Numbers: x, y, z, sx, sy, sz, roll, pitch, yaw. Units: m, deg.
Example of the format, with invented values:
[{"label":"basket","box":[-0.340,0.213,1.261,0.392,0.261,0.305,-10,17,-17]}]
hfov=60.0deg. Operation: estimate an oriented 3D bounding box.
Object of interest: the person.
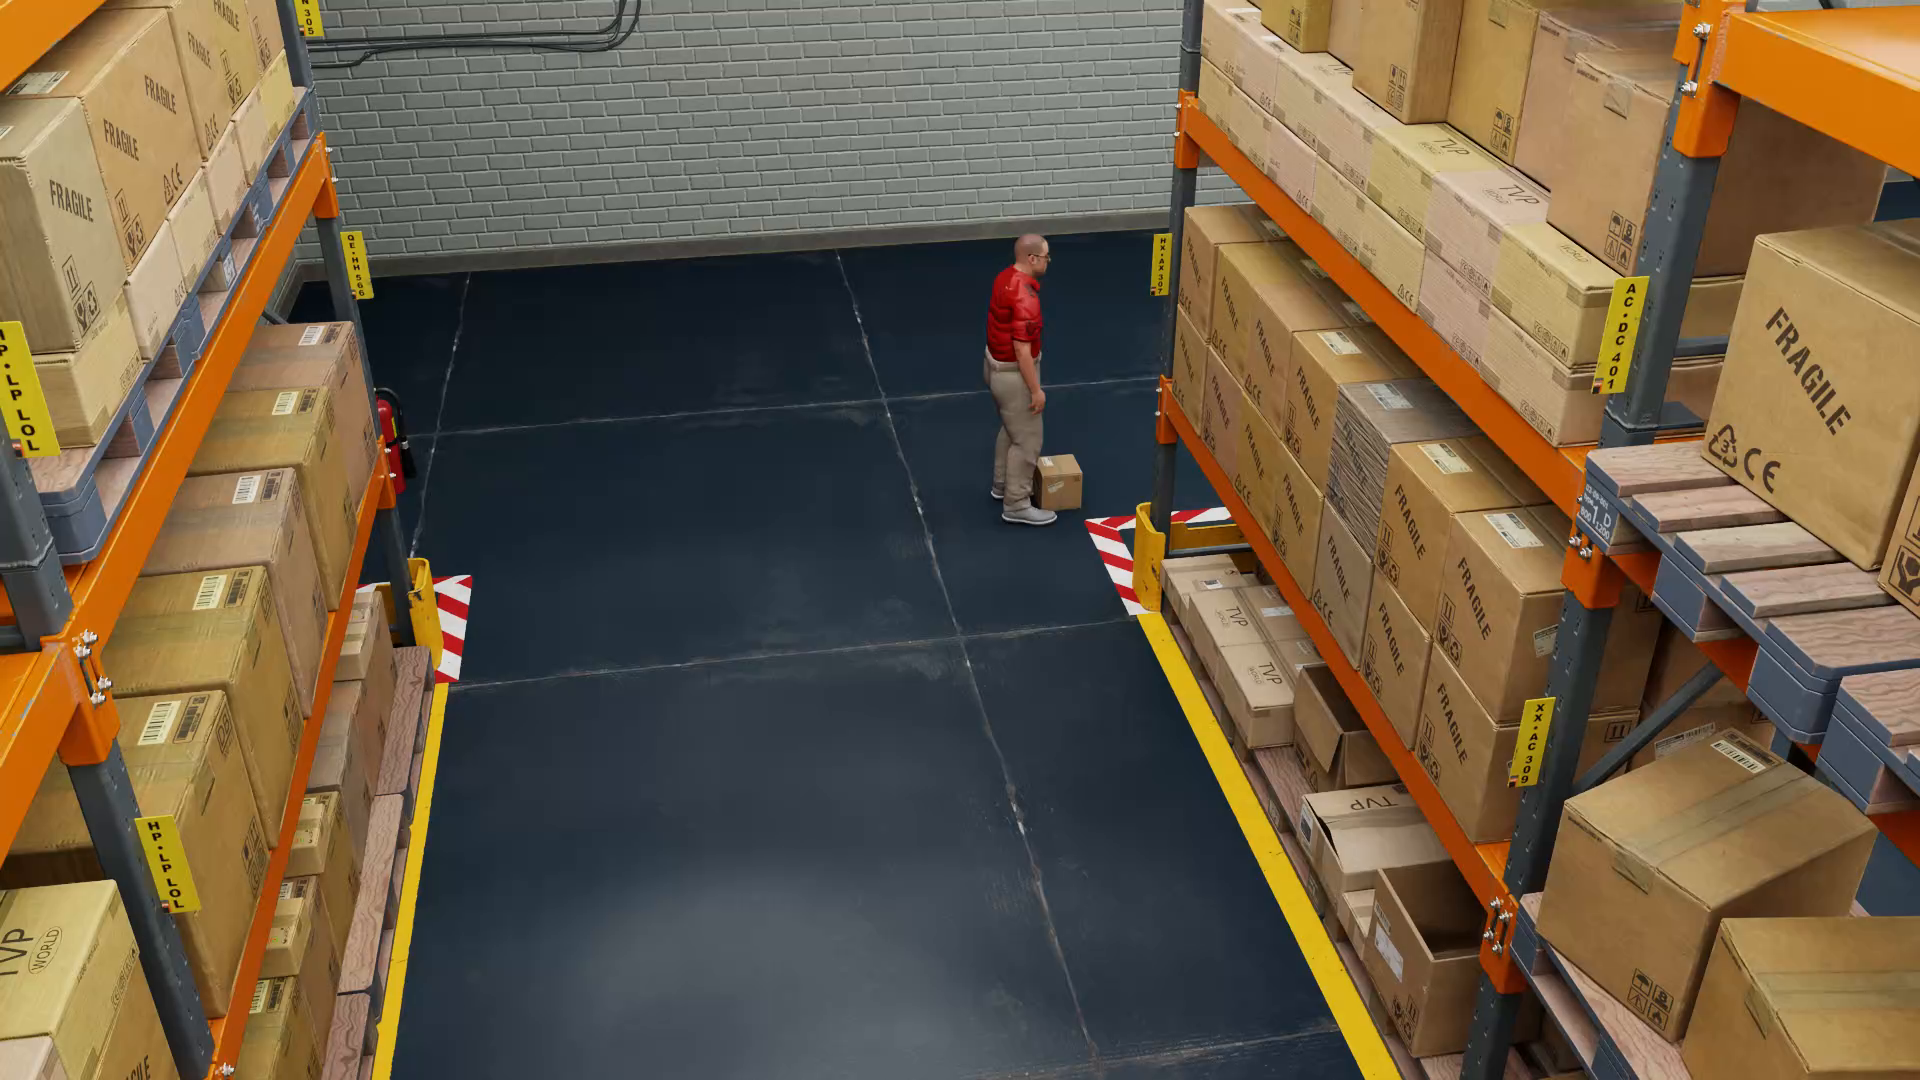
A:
[{"label":"person","box":[0.348,-0.964,9.788,0.388,1.727,0.598,-6,31,-10]}]
